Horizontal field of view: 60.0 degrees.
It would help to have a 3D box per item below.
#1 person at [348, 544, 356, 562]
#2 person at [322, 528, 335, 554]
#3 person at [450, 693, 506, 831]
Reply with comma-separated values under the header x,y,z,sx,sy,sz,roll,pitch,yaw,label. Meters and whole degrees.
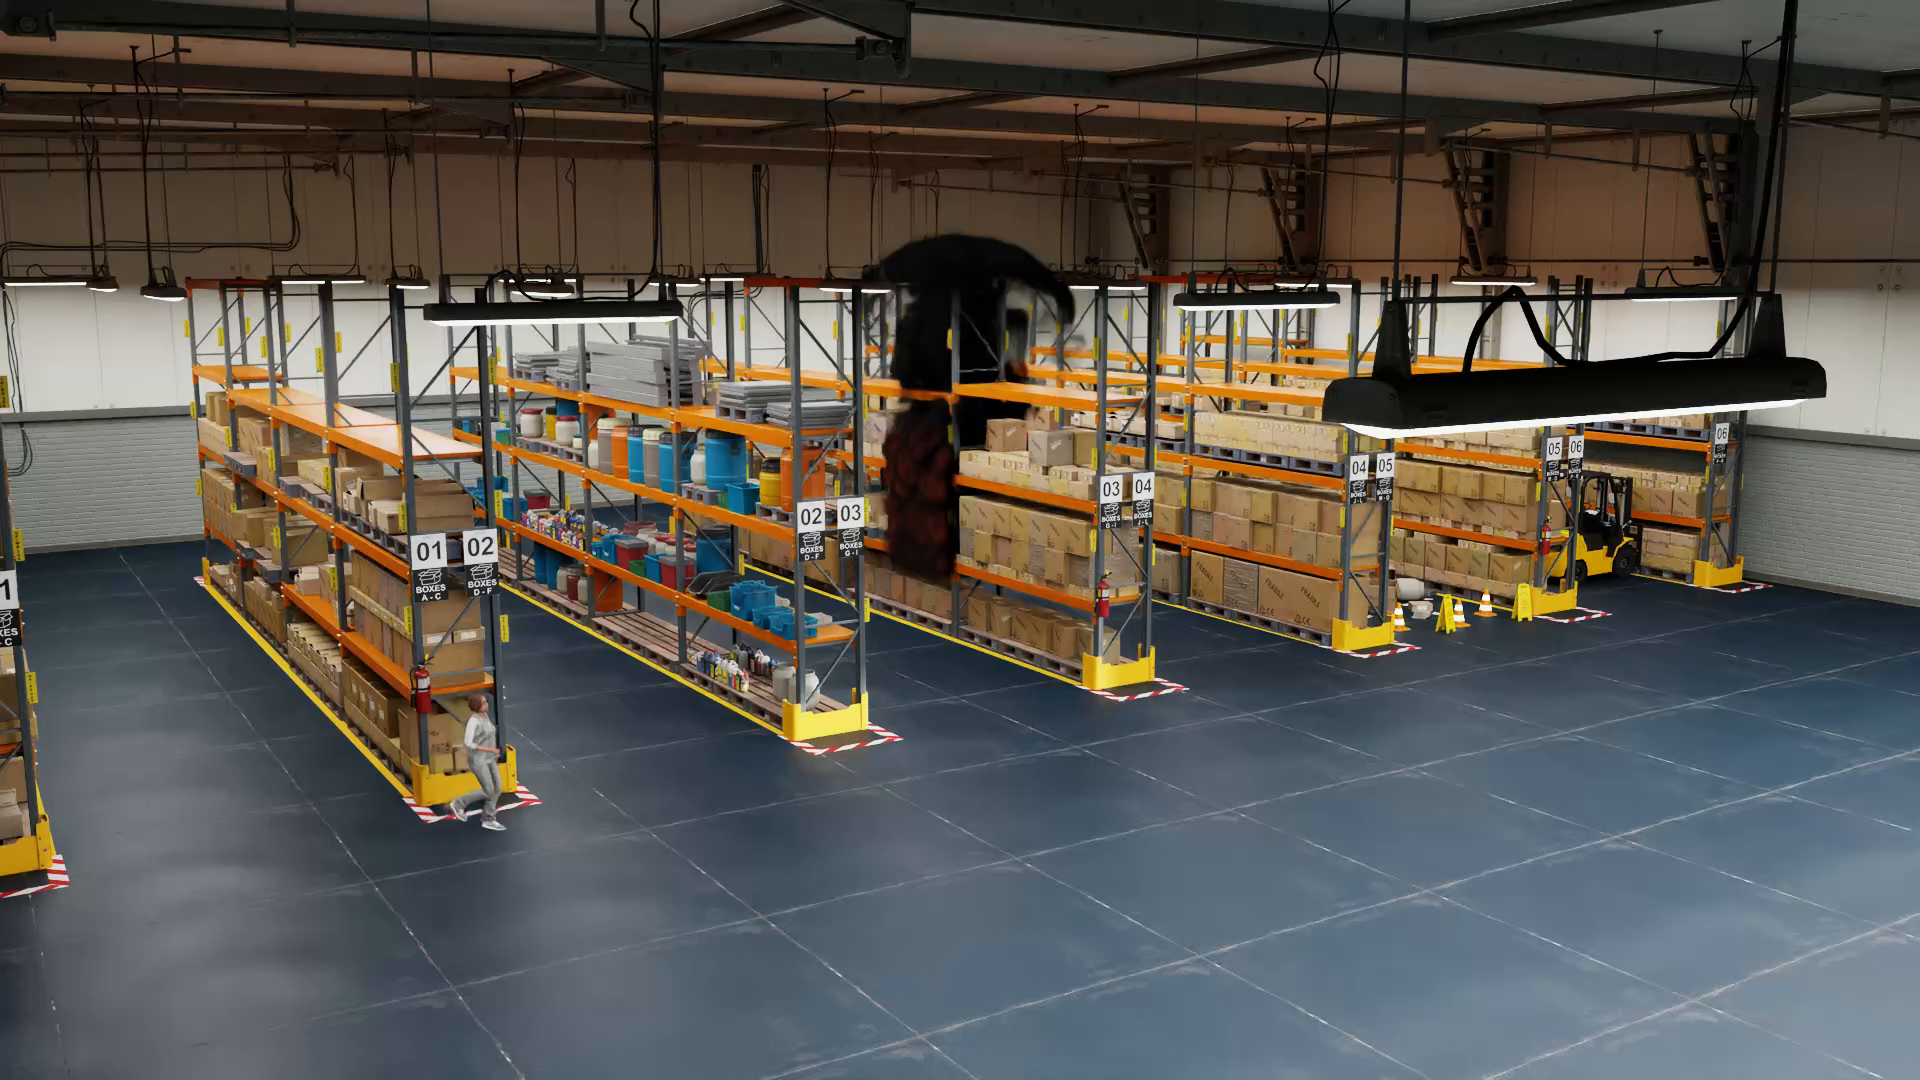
x,y,z,sx,sy,sz,roll,pitch,yaw,label
-11.973,0.003,32.795,0.689,1.809,0.711,-9,13,-43,person
-13.141,-0.140,34.131,0.675,1.611,0.618,2,10,14,person
-5.404,2.489,18.585,0.614,1.589,0.532,1,10,5,person
